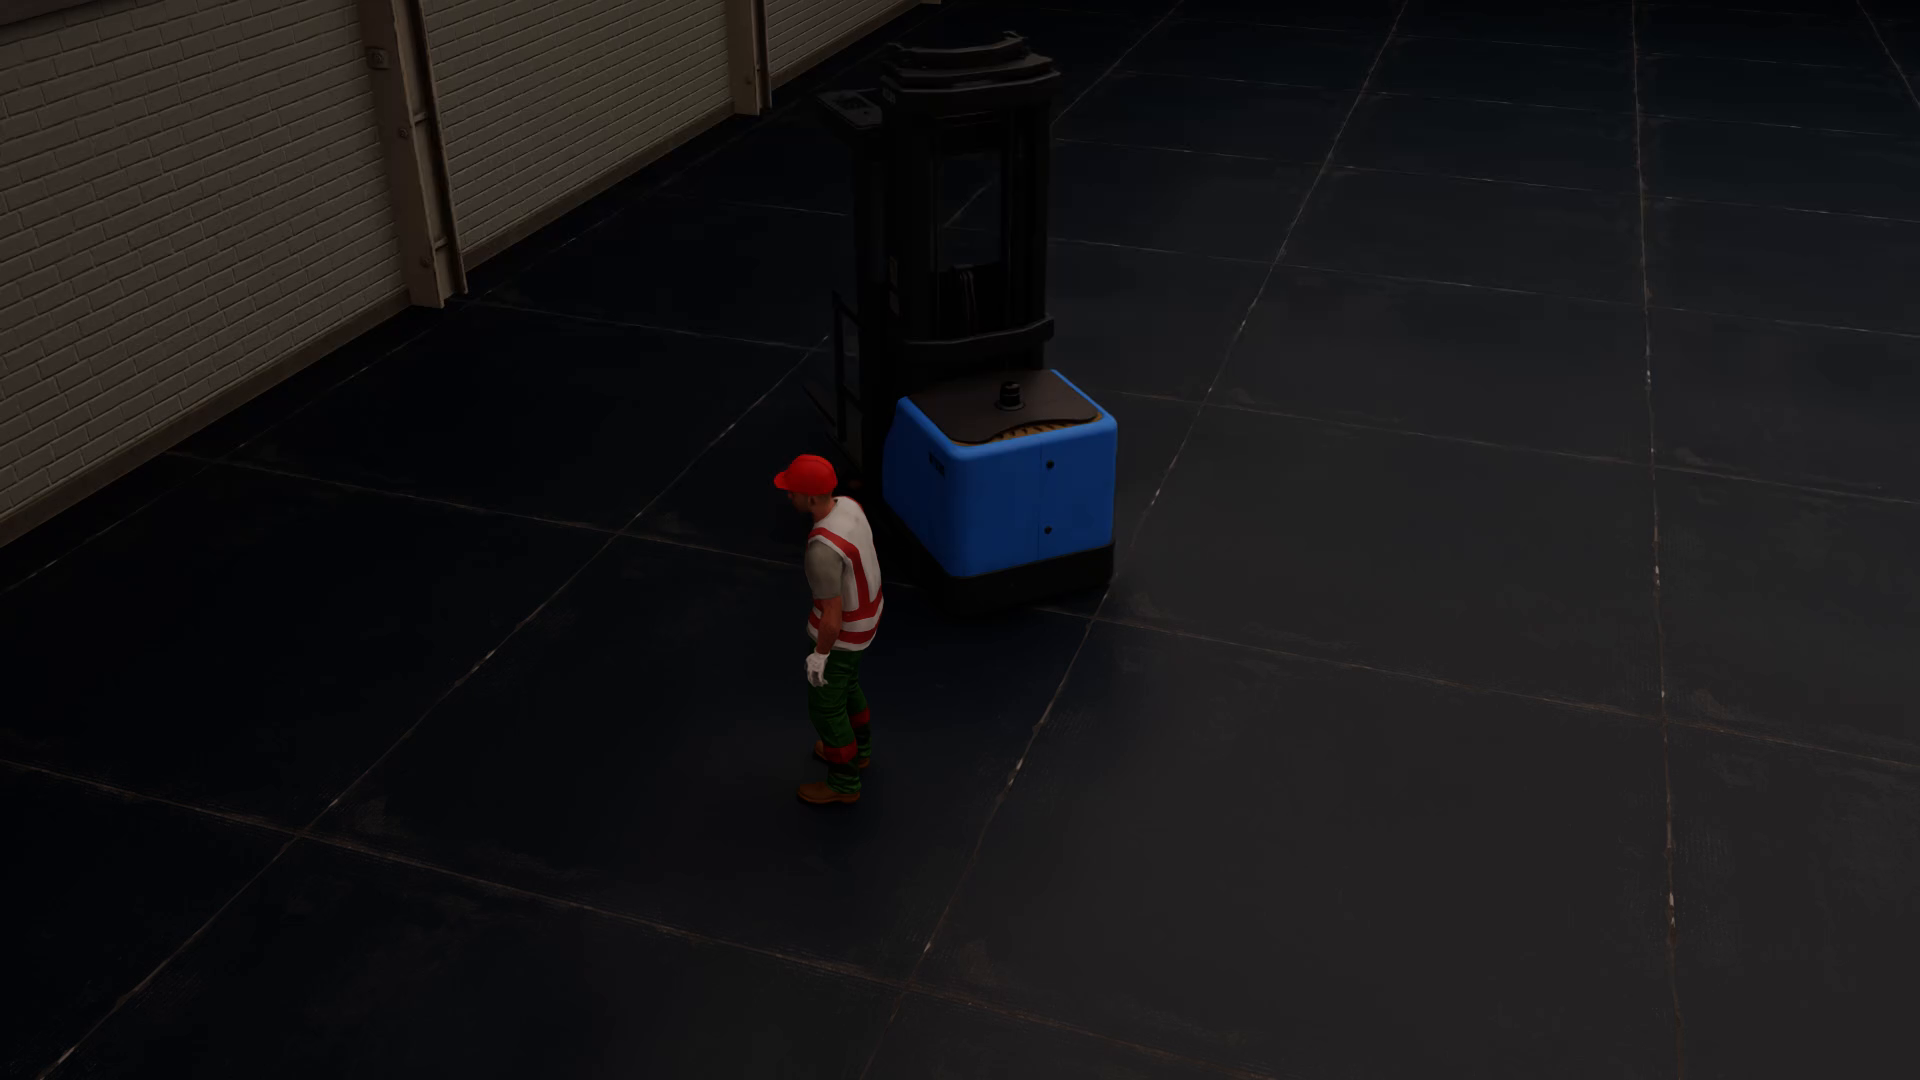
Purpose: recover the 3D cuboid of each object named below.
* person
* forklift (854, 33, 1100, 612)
[{"bbox_3d":[-0.583,0.407,7.592,0.454,1.777,0.608,5,30,9],"label":"person"},{"bbox_3d":[0.199,-1.586,9.919,1.130,2.935,3.031,5,30,10],"label":"forklift"}]
